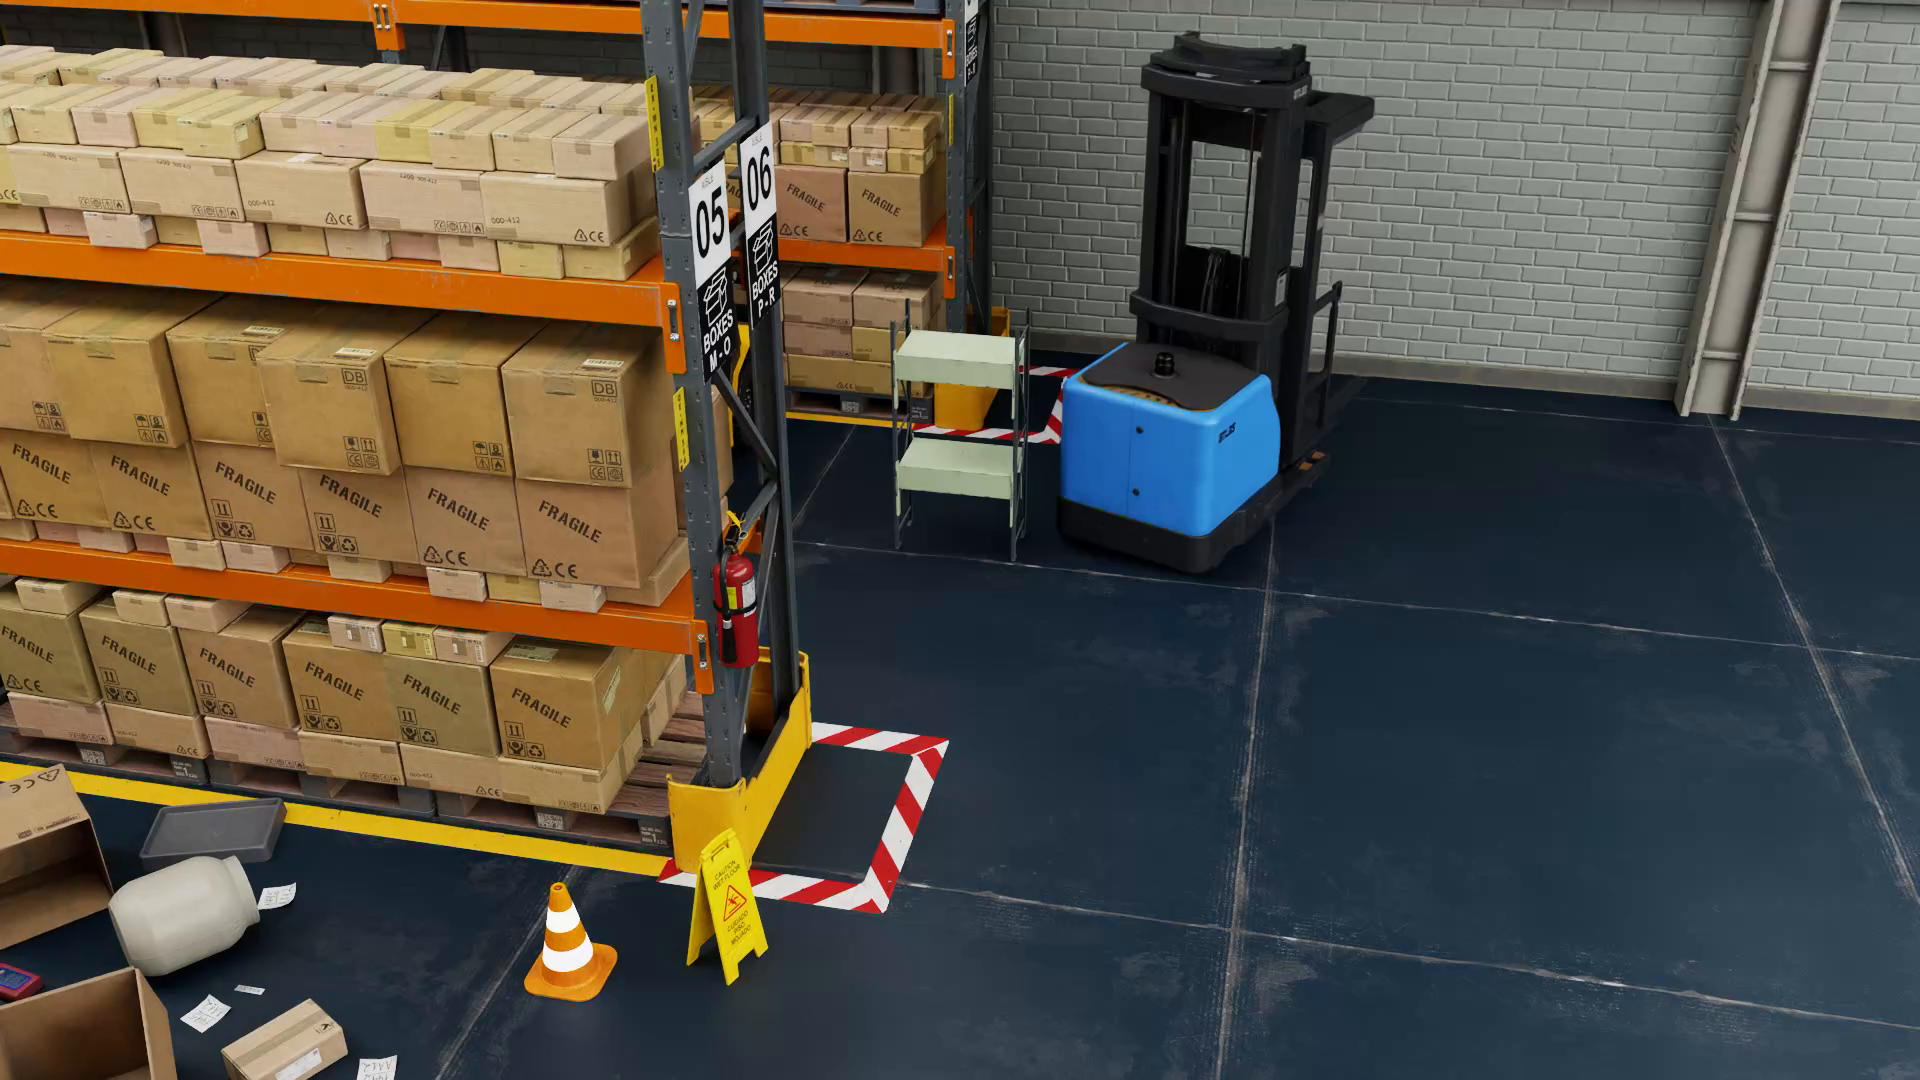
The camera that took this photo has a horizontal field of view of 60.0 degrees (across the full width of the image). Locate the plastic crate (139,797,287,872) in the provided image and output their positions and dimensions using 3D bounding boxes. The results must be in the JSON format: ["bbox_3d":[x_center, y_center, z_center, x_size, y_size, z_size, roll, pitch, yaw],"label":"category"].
[{"bbox_3d":[-3.509,1.375,7.817,0.583,0.080,0.402,-4,29,-7],"label":"plastic crate"}]

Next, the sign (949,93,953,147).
[{"bbox_3d":[-0.055,-2.736,10.834,0.005,0.325,0.100,6,29,11],"label":"sign"}]

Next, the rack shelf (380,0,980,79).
[{"bbox_3d":[-1.884,-3.579,11.451,4.000,0.370,1.077,6,29,11],"label":"rack shelf"}]

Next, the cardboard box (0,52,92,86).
[{"bbox_3d":[-4.011,-2.016,7.278,0.250,0.149,0.380,7,29,12],"label":"cardboard box"}]

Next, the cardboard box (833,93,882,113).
[{"bbox_3d":[-0.722,-3.033,11.739,0.250,0.149,0.380,6,29,12],"label":"cardboard box"}]

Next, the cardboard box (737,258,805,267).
[{"bbox_3d":[-1.335,-2.035,12.391,0.500,0.250,0.500,6,29,10],"label":"cardboard box"}]

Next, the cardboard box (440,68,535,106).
[{"bbox_3d":[-1.977,-1.865,7.003,0.250,0.149,0.380,6,29,10],"label":"cardboard box"}]

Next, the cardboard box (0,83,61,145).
[{"bbox_3d":[-3.865,-1.736,6.767,0.250,0.149,0.380,6,29,10],"label":"cardboard box"}]

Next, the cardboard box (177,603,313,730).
[{"bbox_3d":[-3.320,0.532,7.962,0.500,0.500,0.500,7,30,13],"label":"cardboard box"}]

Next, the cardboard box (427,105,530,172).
[{"bbox_3d":[-1.851,-1.558,6.442,0.250,0.149,0.380,6,29,10],"label":"cardboard box"}]

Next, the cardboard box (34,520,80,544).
[{"bbox_3d":[-4.108,-0.142,7.810,0.250,0.149,0.380,6,29,10],"label":"cardboard box"}]

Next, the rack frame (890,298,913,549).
[{"bbox_3d":[-0.351,-0.694,10.118,0.023,1.500,0.400,6,29,11],"label":"rack frame"}]

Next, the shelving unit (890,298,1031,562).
[{"bbox_3d":[0.007,-0.657,10.051,0.755,1.500,0.431,6,29,11],"label":"shelving unit"}]

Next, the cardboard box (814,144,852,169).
[{"bbox_3d":[-0.823,-2.676,11.397,0.250,0.149,0.380,6,29,12],"label":"cardboard box"}]

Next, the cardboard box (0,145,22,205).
[{"bbox_3d":[-3.993,-1.608,6.949,0.500,0.250,0.500,6,29,10],"label":"cardboard box"}]

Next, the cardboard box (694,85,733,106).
[{"bbox_3d":[-1.719,-3.140,11.934,0.250,0.149,0.380,6,29,11],"label":"cardboard box"}]

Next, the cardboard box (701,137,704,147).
[{"bbox_3d":[-1.811,-2.794,11.613,0.250,0.149,0.380,6,29,10],"label":"cardboard box"}]

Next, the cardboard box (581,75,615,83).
[{"bbox_3d":[-2.708,-3.287,12.204,0.250,0.149,0.380,5,29,10],"label":"cardboard box"}]

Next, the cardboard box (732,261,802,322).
[{"bbox_3d":[-1.440,-1.789,11.941,0.500,0.250,0.500,6,29,11],"label":"cardboard box"}]

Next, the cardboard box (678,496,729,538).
[{"bbox_3d":[-1.250,-0.068,7.674,0.250,0.149,0.380,6,29,11],"label":"cardboard box"}]

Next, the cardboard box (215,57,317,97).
[{"bbox_3d":[-2.981,-1.963,7.182,0.250,0.149,0.380,6,29,11],"label":"cardboard box"}]

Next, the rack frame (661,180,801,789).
[{"bbox_3d":[-0.961,-0.047,7.374,0.127,3.000,1.000,6,29,11],"label":"rack frame"}]

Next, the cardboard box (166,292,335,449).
[{"bbox_3d":[-2.979,-0.781,7.259,0.500,0.500,0.700,6,29,10],"label":"cardboard box"}]

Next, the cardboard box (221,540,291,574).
[{"bbox_3d":[-3.130,-0.011,7.569,0.250,0.149,0.380,6,29,10],"label":"cardboard box"}]

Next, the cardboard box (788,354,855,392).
[{"bbox_3d":[-0.938,-1.309,12.106,0.500,0.250,0.500,6,29,11],"label":"cardboard box"}]

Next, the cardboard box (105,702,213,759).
[{"bbox_3d":[-3.828,0.808,8.238,0.500,0.250,0.500,8,30,13],"label":"cardboard box"}]

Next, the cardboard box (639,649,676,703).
[{"bbox_3d":[-1.716,0.433,8.142,0.500,0.500,0.500,5,29,9],"label":"cardboard box"}]

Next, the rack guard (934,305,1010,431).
[{"bbox_3d":[0.095,-1.279,12.228,0.348,0.500,1.175,6,29,11],"label":"rack guard"}]

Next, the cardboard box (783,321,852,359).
[{"bbox_3d":[-0.958,-1.533,11.994,0.500,0.250,0.500,6,29,10],"label":"cardboard box"}]

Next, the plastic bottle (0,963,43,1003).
[{"bbox_3d":[-4.002,1.851,6.967,0.283,0.061,0.133,11,31,19],"label":"plastic bottle"}]

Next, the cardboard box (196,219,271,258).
[{"bbox_3d":[-2.880,-1.290,6.782,0.250,0.149,0.380,6,29,10],"label":"cardboard box"}]

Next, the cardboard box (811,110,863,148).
[{"bbox_3d":[-0.832,-2.798,11.309,0.250,0.149,0.380,7,29,12],"label":"cardboard box"}]

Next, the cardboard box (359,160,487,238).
[{"bbox_3d":[-2.007,-1.409,6.585,0.500,0.250,0.500,5,29,10],"label":"cardboard box"}]

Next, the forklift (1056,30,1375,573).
[{"bbox_3d":[1.840,-1.750,10.557,1.130,2.935,3.031,18,33,29],"label":"forklift"}]

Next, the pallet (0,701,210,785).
[{"bbox_3d":[-4.209,0.826,8.683,1.213,0.211,1.003,6,29,11],"label":"pallet"}]

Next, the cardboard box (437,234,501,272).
[{"bbox_3d":[-1.871,-1.209,6.634,0.250,0.149,0.380,7,29,12],"label":"cardboard box"}]

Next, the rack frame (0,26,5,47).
[{"bbox_3d":[-7.752,-3.180,13.098,0.127,3.000,1.000,6,29,11],"label":"rack frame"}]

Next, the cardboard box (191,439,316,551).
[{"bbox_3d":[-3.018,-0.310,7.441,0.500,0.500,0.500,6,29,11],"label":"cardboard box"}]

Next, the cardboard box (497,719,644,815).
[{"bbox_3d":[-1.831,1.018,7.855,0.500,0.250,0.500,6,29,10],"label":"cardboard box"}]

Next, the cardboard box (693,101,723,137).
[{"bbox_3d":[-1.824,-2.925,11.542,0.250,0.149,0.380,6,29,11],"label":"cardboard box"}]

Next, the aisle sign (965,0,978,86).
[{"bbox_3d":[0.075,-3.374,10.744,0.004,0.787,0.394,6,29,11],"label":"aisle sign"}]

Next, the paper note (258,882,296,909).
[{"bbox_3d":[-3.066,1.597,7.463,0.148,0.019,0.142,-4,29,-7],"label":"paper note"}]

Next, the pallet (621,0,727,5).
[{"bbox_3d":[-1.811,-3.859,11.307,1.213,0.211,1.003,6,29,11],"label":"pallet"}]

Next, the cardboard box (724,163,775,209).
[{"bbox_3d":[-1.471,-2.456,11.670,0.500,0.500,0.500,5,29,10],"label":"cardboard box"}]

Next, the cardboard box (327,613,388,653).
[{"bbox_3d":[-2.675,0.345,7.628,0.250,0.149,0.380,7,29,13],"label":"cardboard box"}]

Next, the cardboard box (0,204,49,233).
[{"bbox_3d":[-3.873,-1.438,7.052,0.250,0.149,0.380,7,29,12],"label":"cardboard box"}]

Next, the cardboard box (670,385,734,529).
[{"bbox_3d":[-1.366,-0.399,7.603,0.500,0.500,0.500,5,29,10],"label":"cardboard box"}]

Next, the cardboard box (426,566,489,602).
[{"bbox_3d":[-2.147,0.106,7.357,0.250,0.149,0.380,6,29,11],"label":"cardboard box"}]

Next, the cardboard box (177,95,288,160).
[{"bbox_3d":[-2.860,-1.635,6.583,0.250,0.149,0.380,7,29,12],"label":"cardboard box"}]
